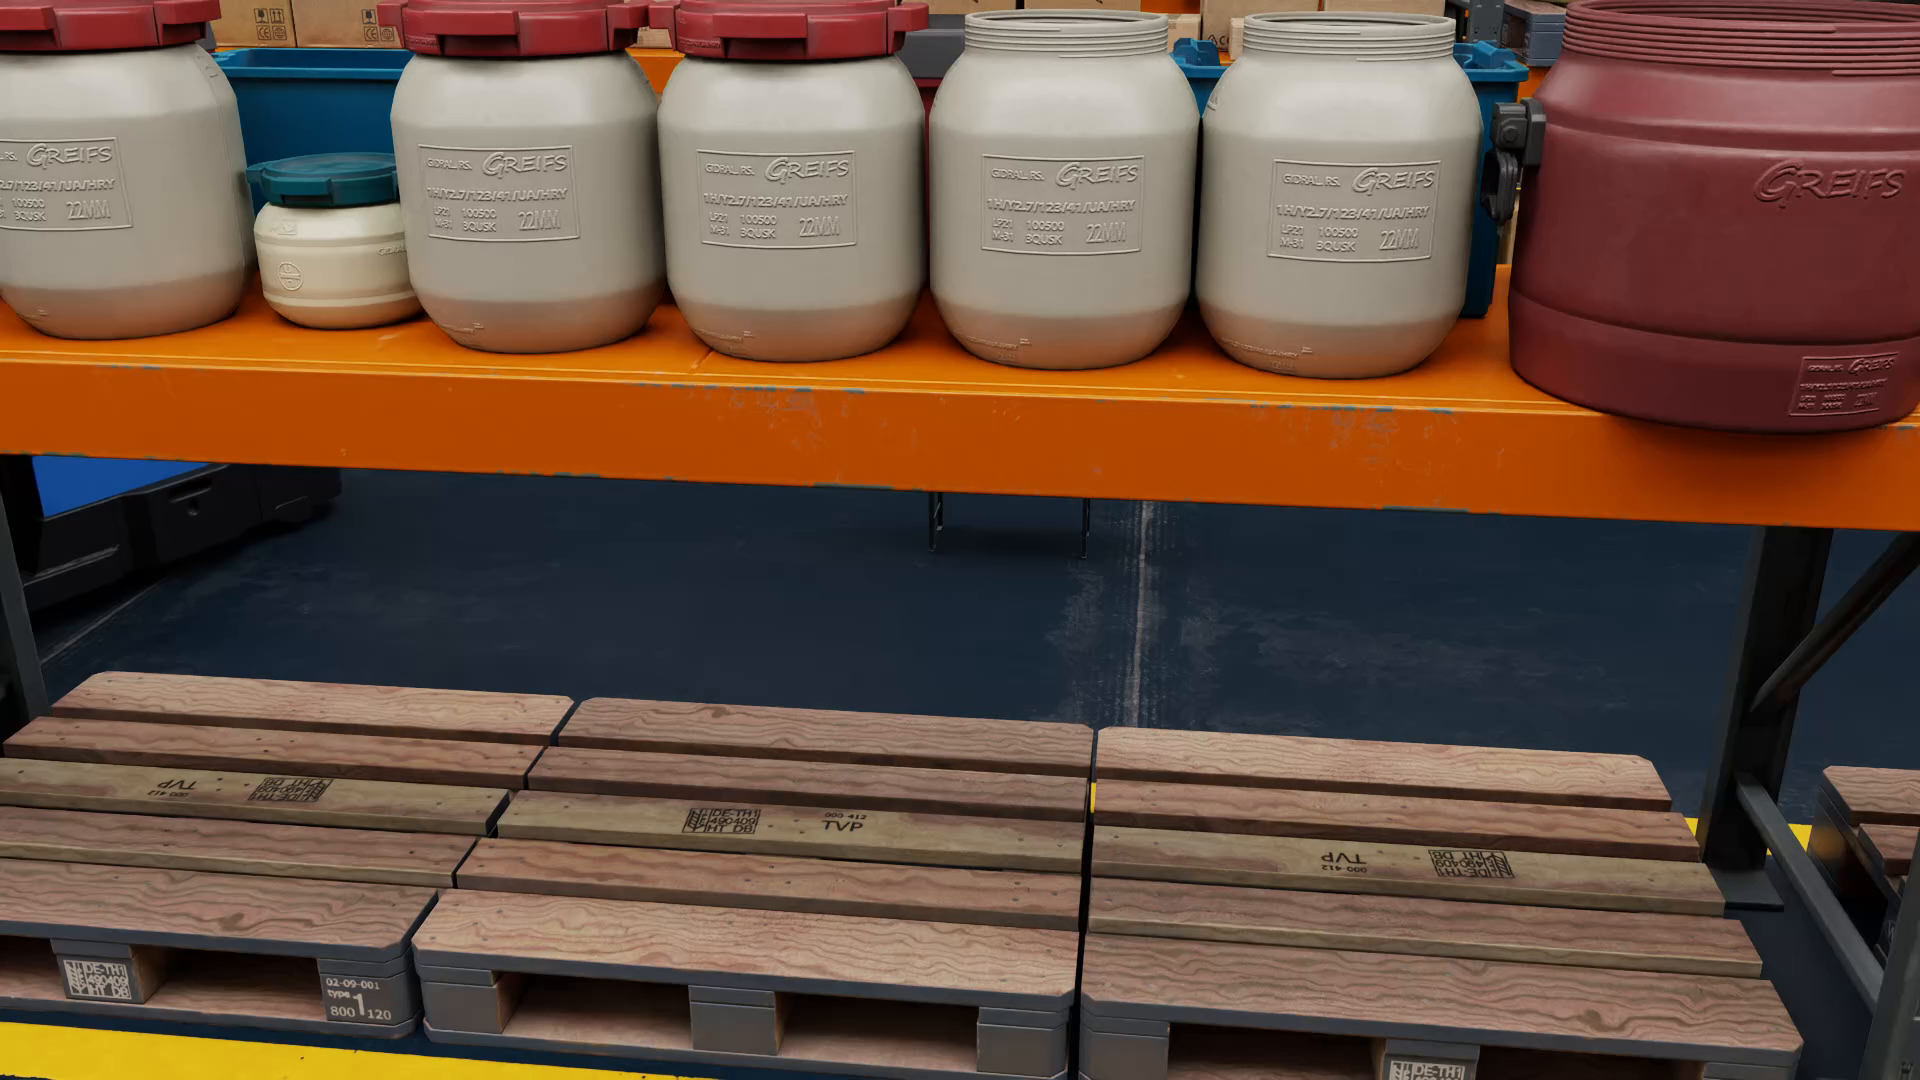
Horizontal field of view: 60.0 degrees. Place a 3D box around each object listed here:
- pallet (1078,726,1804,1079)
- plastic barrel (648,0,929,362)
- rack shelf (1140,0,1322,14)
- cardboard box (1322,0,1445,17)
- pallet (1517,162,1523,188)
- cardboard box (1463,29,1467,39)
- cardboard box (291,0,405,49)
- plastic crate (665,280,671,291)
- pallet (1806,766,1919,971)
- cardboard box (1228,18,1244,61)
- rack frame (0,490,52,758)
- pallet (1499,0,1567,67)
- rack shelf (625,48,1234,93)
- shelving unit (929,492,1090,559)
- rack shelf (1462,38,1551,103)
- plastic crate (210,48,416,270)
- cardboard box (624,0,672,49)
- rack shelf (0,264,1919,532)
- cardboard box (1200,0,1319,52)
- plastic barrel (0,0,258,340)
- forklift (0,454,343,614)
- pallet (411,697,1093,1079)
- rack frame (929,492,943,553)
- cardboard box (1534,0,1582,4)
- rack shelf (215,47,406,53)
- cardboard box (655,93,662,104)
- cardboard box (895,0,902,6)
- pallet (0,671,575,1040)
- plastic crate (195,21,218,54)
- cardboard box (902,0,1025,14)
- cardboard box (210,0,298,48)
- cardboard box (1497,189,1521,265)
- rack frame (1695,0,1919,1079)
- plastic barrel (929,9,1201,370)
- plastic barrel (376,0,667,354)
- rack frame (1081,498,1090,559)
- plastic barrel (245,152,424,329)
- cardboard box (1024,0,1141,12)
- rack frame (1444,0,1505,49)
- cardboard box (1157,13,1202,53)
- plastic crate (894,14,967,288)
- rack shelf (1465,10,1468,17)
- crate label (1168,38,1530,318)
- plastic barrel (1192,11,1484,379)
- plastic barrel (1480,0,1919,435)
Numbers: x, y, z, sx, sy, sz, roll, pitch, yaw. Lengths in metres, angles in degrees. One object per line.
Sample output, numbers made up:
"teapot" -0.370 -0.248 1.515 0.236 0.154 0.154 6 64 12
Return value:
"pallet" 0.861 0.729 3.308 1.213 0.211 1.003 2 22 6
"plastic barrel" -0.264 -0.584 2.652 0.433 0.535 0.433 0 22 0
"rack shelf" 0.806 -3.889 12.175 4.000 0.370 1.077 2 22 6
"cardboard box" 1.856 -2.318 7.345 0.500 0.311 0.500 4 22 10
"pallet" 3.566 -2.778 12.180 1.213 0.211 1.003 2 22 6
"cardboard box" 3.507 -3.253 11.940 0.750 0.750 0.750 2 22 6
"cardboard box" -2.726 -2.585 7.762 0.500 0.500 0.700 2 22 6
"plastic crate" -0.584 -0.622 3.221 0.662 0.188 0.450 2 22 6
"pallet" 2.414 0.796 3.139 1.213 0.211 1.003 2 22 6
"cardboard box" 1.287 -2.149 7.138 0.250 0.149 0.380 2 22 6
"rack frame" -2.346 -0.693 3.112 0.127 3.000 1.000 2 22 6
"pallet" 2.894 -2.235 7.274 1.003 0.211 1.213 2 22 6
"rack shelf" 0.226 -2.080 7.599 4.000 0.370 1.077 2 22 6
"shelving unit" 0.164 -0.551 5.201 0.503 1.200 0.258 2 22 6
"rack shelf" 4.199 -1.907 7.162 4.000 0.370 1.077 2 22 6
"plastic crate" -1.214 -0.751 3.281 0.575 0.384 0.392 2 22 6
"cardboard box" -1.266 -2.426 7.700 0.500 0.250 0.500 4 22 10
"rack shelf" -0.360 -0.272 3.025 4.000 0.370 1.077 2 22 6
"cardboard box" 1.347 -2.396 7.541 0.500 0.311 0.500 2 22 6
"plastic barrel" -1.422 -0.634 2.780 0.433 0.535 0.433 0 22 0
"forklift" -3.287 -1.088 4.206 1.130 2.935 3.031 12 25 28
"pallet" -0.347 0.676 3.443 1.213 0.211 1.003 2 22 6
"rack frame" -0.078 -0.561 5.228 0.015 1.200 0.240 2 22 6
"cardboard box" 2.851 -2.584 7.188 0.500 0.500 0.700 -5 22 -12
"rack shelf" -3.746 -2.253 8.037 4.000 0.370 1.077 2 22 6
"cardboard box" -2.216 -3.382 12.716 0.500 0.500 0.500 1 22 2
"cardboard box" -0.476 -2.486 7.511 0.500 0.500 0.500 4 22 10
"pallet" -1.562 0.624 3.575 1.213 0.211 1.003 2 22 6
"plastic crate" -1.829 -0.813 3.330 0.583 0.464 0.402 2 22 6
"cardboard box" 0.022 -2.464 7.456 0.500 0.500 0.500 3 22 6
"cardboard box" -3.223 -2.608 7.821 0.500 0.500 0.700 3 22 7
"cardboard box" 2.631 -1.246 7.313 0.500 0.500 0.500 3 22 9
"rack frame" 1.626 -0.520 2.674 0.127 3.000 1.000 2 22 6
"plastic barrel" 0.161 -0.556 2.615 0.421 0.512 0.421 0 22 0
"plastic barrel" -0.693 -0.603 2.699 0.433 0.535 0.433 0 22 0
"rack frame" 0.407 -0.540 5.174 0.015 1.200 0.240 2 22 6
"plastic barrel" -1.050 -0.515 2.851 0.301 0.262 0.301 0 22 0
"cardboard box" 0.544 -2.441 7.398 0.500 0.500 0.500 1 22 3
"rack frame" 2.213 -2.328 7.248 0.127 3.000 1.000 2 22 6
"cardboard box" 0.940 -2.246 7.382 0.250 0.149 0.380 4 22 10
"plastic crate" 0.057 -0.731 3.122 0.583 0.464 0.402 2 22 6
"rack shelf" 4.778 -3.716 11.737 4.000 0.370 1.077 2 22 6
"crate label" 0.671 -0.678 3.026 0.616 0.435 0.502 2 22 6
"plastic barrel" 0.579 -0.538 2.569 0.421 0.512 0.421 0 22 0
"plastic barrel" 1.129 -0.492 2.420 0.708 0.536 0.600 2 22 6
